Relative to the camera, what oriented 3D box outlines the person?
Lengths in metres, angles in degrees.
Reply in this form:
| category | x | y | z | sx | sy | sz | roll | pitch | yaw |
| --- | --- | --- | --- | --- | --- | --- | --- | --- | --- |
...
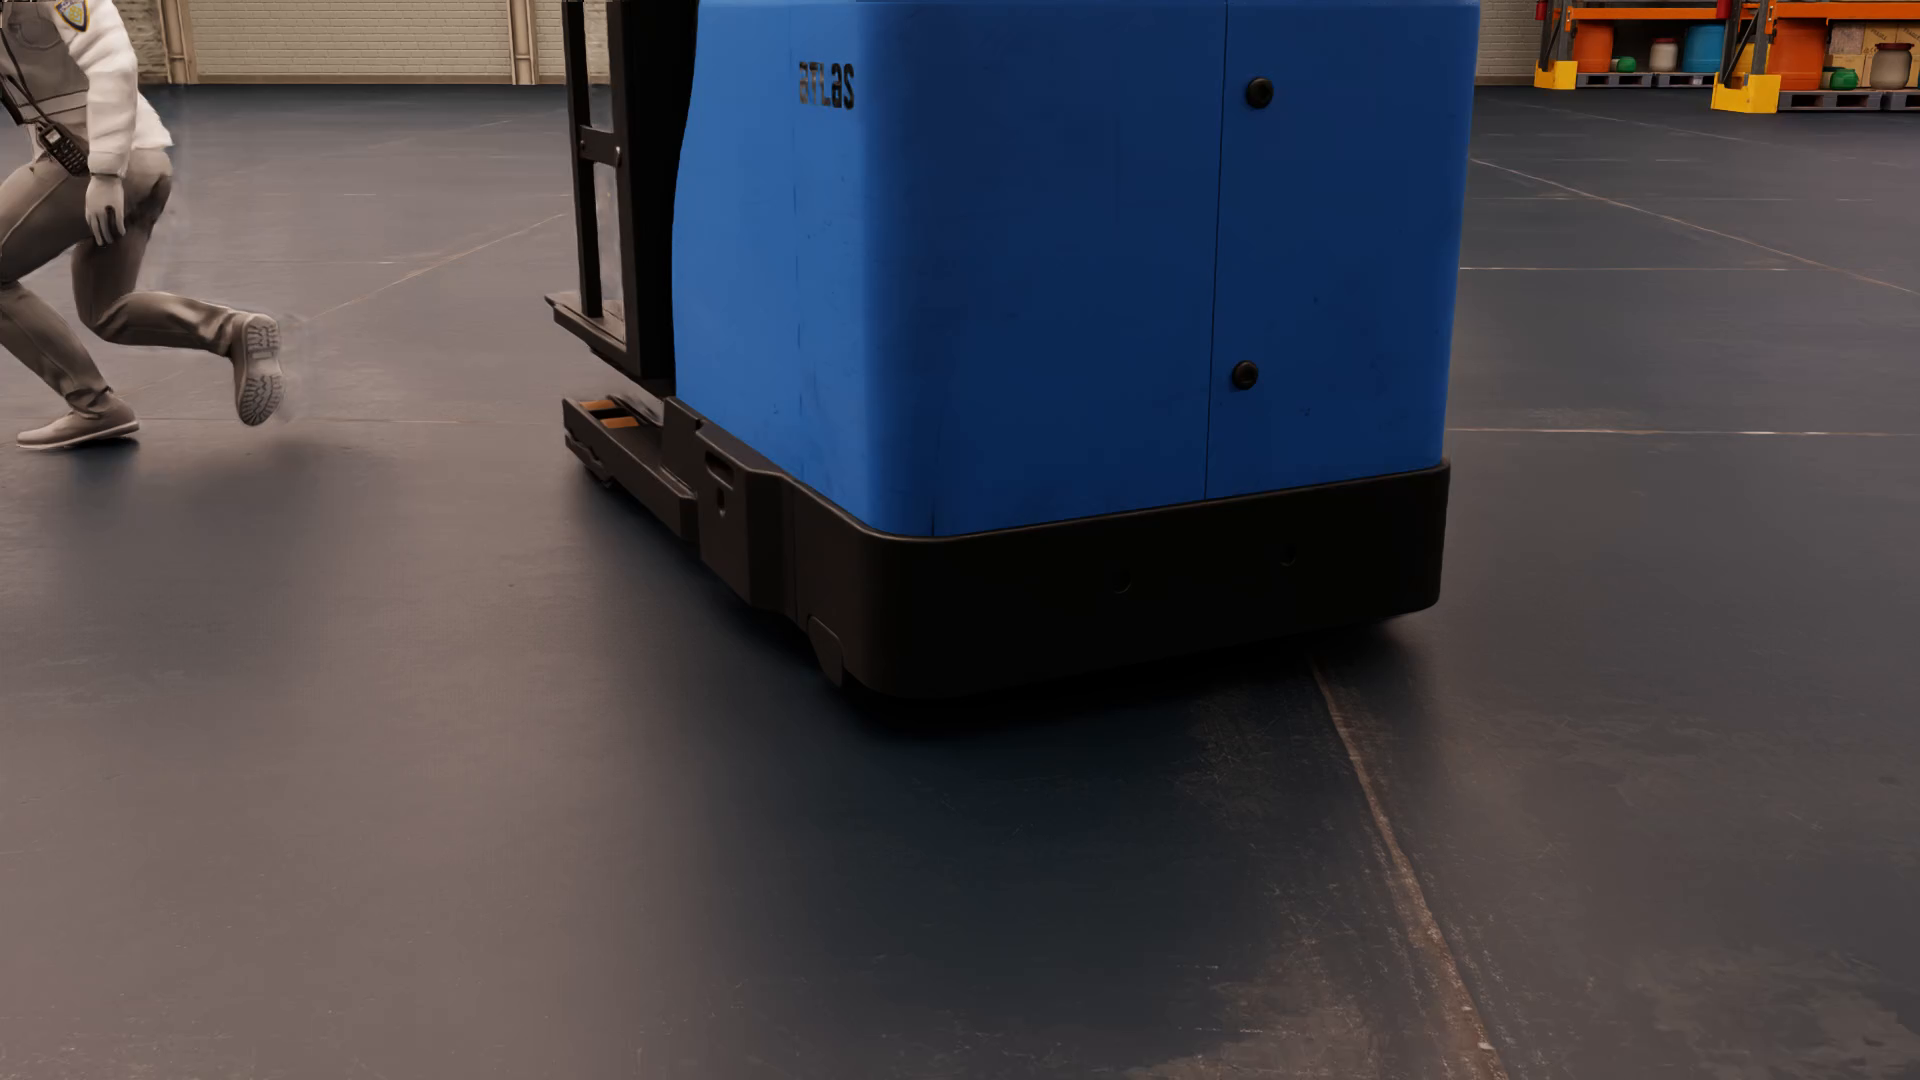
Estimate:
| category | x | y | z | sx | sy | sz | roll | pitch | yaw |
| --- | --- | --- | --- | --- | --- | --- | --- | --- | --- |
| person | -2.076 | -0.914 | 3.938 | 0.756 | 1.449 | 0.583 | -3 | 18 | -11 |

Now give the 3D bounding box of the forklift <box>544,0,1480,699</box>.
| category | x | y | z | sx | sy | sz | roll | pitch | yaw |
| --- | --- | --- | --- | --- | --- | --- | --- | --- | --- |
| forklift | -0.282 | -1.563 | 3.462 | 1.130 | 2.935 | 3.031 | -8 | 19 | -24 |
